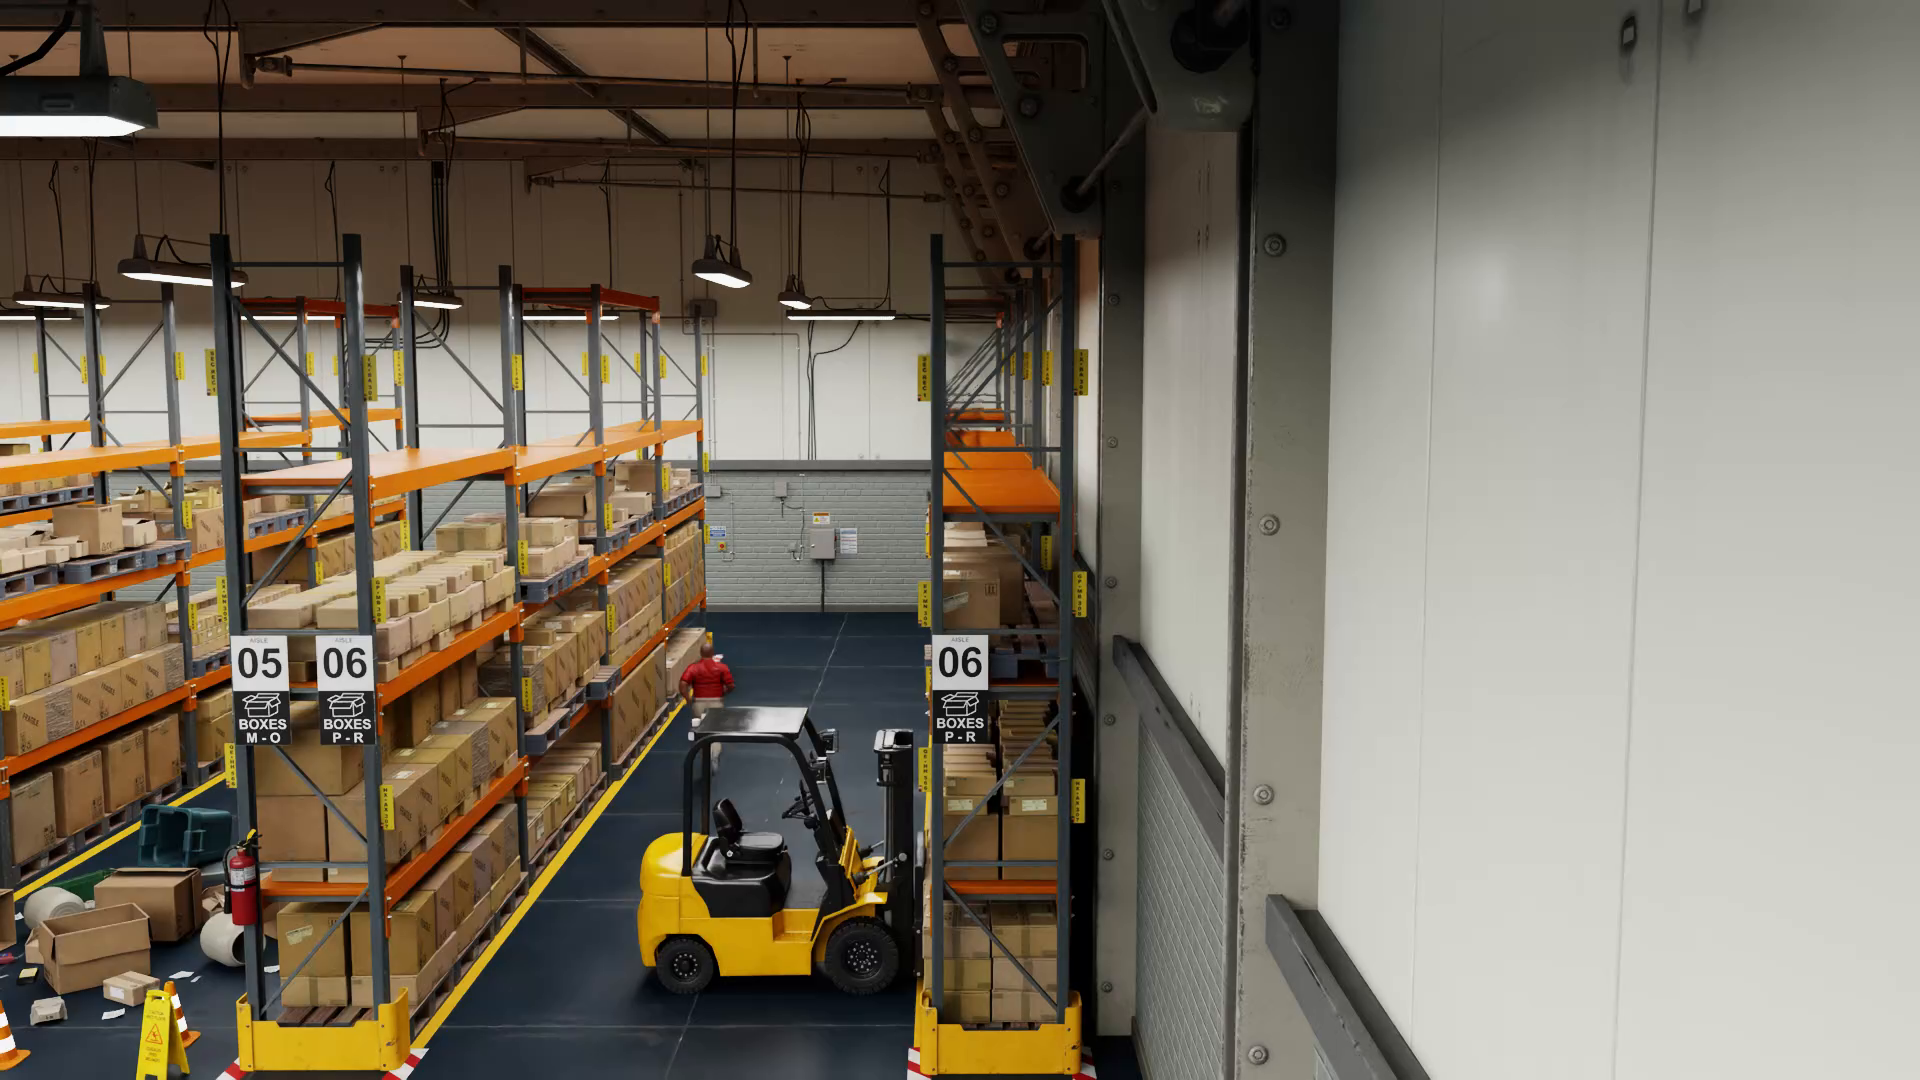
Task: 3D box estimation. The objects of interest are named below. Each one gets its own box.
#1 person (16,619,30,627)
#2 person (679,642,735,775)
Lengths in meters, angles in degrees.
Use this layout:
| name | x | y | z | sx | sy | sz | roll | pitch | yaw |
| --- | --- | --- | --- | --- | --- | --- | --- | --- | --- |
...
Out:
| name | x | y | z | sx | sy | sz | roll | pitch | yaw |
| --- | --- | --- | --- | --- | --- | --- | --- | --- | --- |
| person | -11.995 | 1.895 | 21.356 | 0.706 | 1.771 | 1.034 | -1 | 6 | -10 |
| person | -3.079 | 2.114 | 20.275 | 0.673 | 1.733 | 0.814 | -1 | 6 | -6 |
